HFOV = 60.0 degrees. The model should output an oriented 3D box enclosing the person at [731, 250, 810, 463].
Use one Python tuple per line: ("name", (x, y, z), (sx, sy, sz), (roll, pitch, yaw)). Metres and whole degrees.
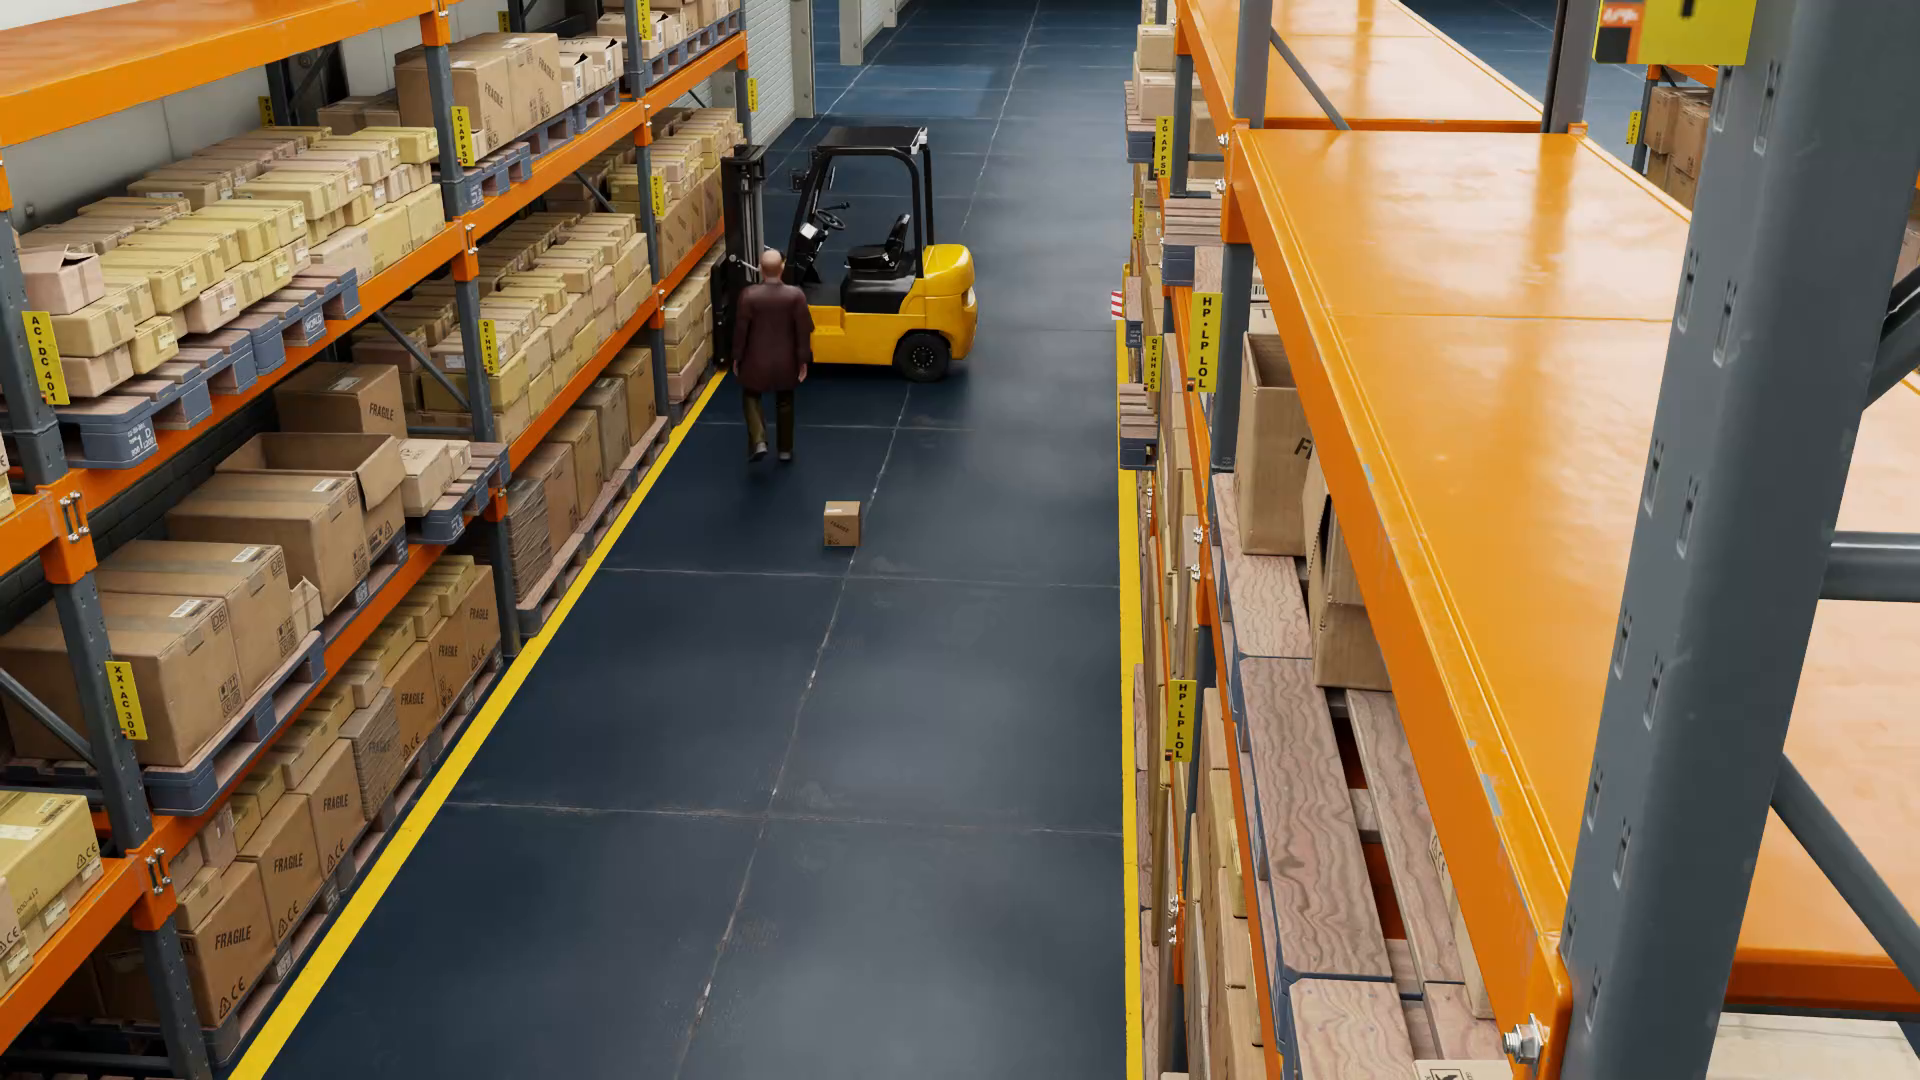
("person", (-1.506, -1.442, 13.200), (0.625, 1.765, 0.769), (-5, 25, -11))
